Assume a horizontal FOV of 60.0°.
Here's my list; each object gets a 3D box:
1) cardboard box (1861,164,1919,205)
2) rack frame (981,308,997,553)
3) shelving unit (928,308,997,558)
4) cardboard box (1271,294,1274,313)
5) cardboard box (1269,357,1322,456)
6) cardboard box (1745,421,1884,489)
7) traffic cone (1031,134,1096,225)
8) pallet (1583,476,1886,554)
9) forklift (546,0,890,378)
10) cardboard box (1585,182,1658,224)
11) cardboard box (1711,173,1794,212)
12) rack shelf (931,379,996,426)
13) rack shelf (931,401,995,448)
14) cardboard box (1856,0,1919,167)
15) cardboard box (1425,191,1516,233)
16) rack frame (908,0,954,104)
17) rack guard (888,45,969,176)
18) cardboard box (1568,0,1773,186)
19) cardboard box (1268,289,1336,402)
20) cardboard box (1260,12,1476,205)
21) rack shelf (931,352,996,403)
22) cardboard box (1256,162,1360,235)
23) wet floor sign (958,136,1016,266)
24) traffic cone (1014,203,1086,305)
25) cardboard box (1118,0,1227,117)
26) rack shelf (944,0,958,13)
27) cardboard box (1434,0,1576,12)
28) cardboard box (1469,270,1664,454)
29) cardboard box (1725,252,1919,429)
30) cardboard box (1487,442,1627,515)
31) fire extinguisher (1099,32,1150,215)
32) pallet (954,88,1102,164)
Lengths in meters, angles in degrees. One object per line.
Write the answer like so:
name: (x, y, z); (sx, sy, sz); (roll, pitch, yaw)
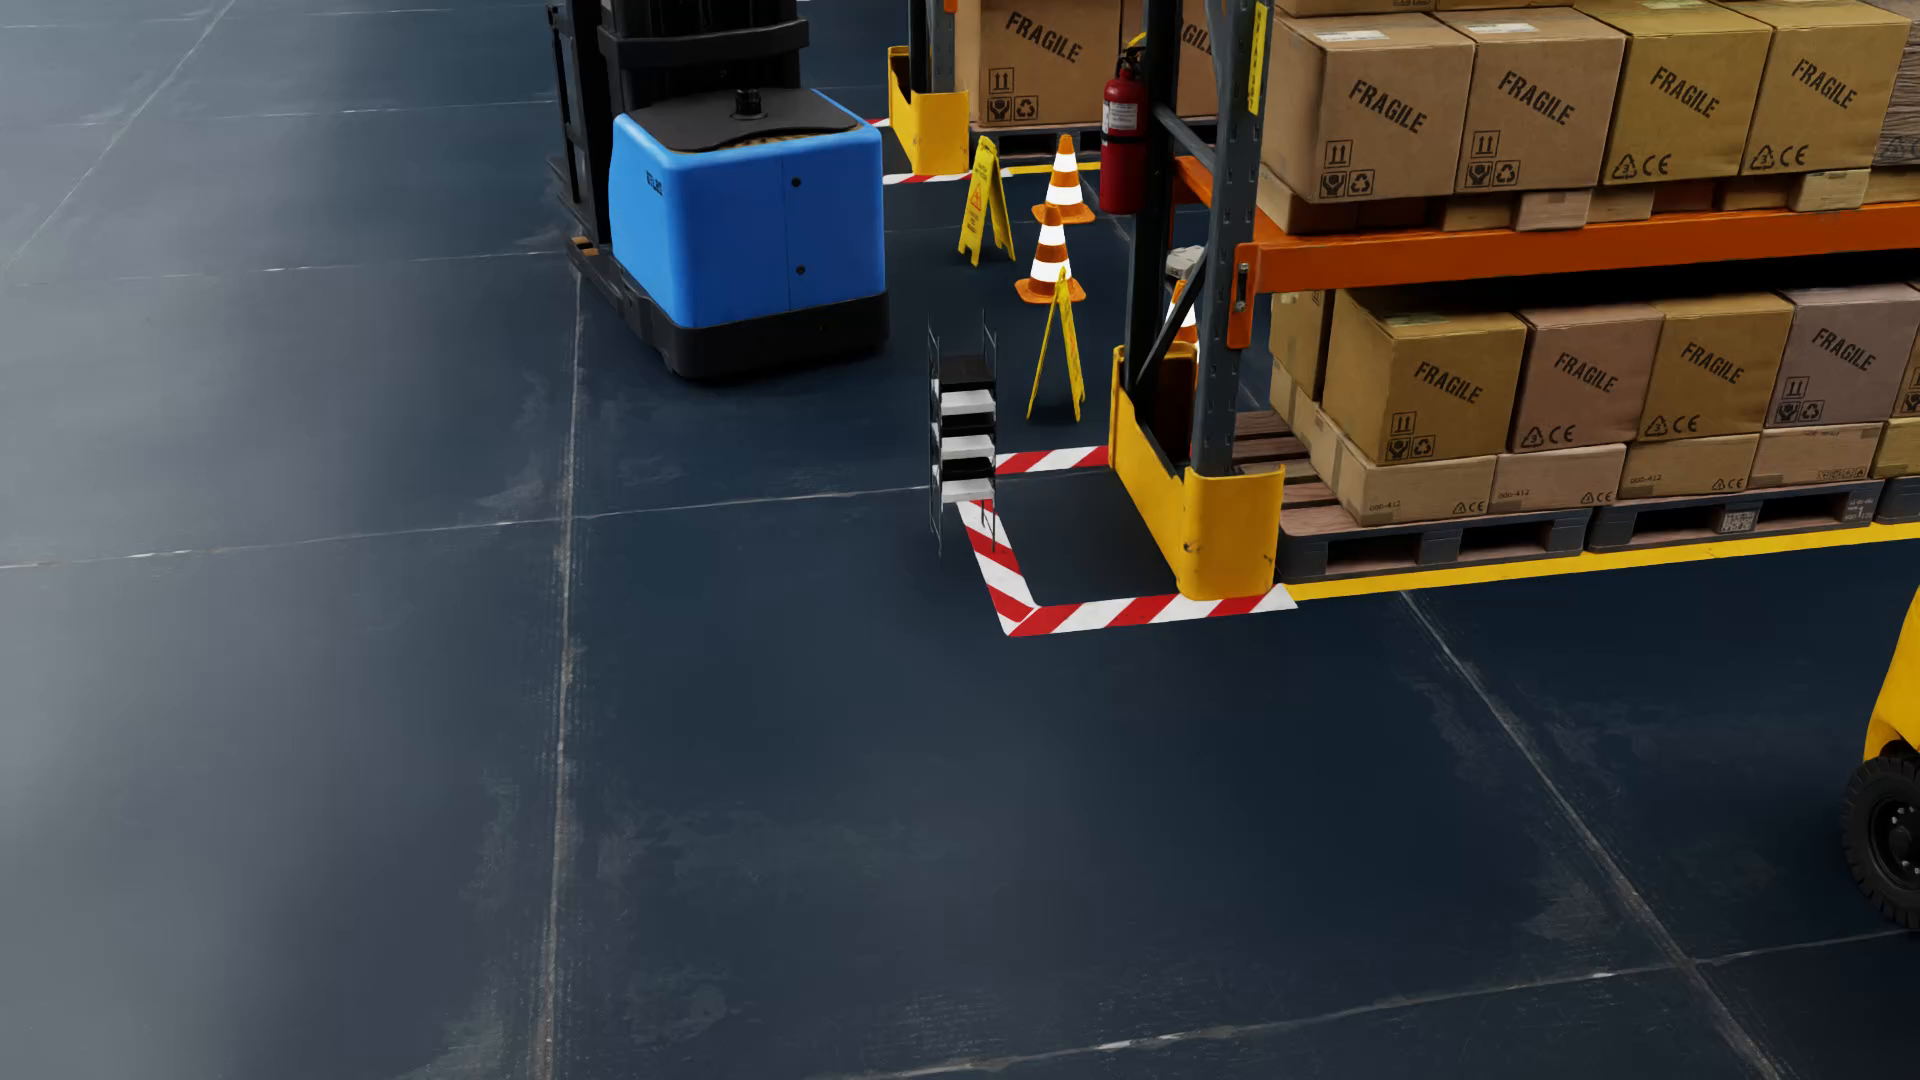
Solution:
cardboard box: (3.225, -1.339, 5.957); (0.250, 0.149, 0.380); (-6, 31, -10)
rack frame: (0.108, -0.398, 6.181); (0.006, 0.900, 0.240); (-5, 31, -9)
shelving unit: (0.008, -0.389, 6.165); (0.210, 0.900, 0.258); (-5, 31, -9)
cardboard box: (1.732, -1.264, 8.395); (0.250, 0.149, 0.380); (10, 32, 17)
cardboard box: (1.577, -0.572, 6.704); (0.500, 0.250, 0.500); (-5, 31, -9)
cardboard box: (3.186, -0.442, 6.482); (0.500, 0.250, 0.500); (-5, 31, -8)
traffic cone: (0.594, -2.072, 9.459); (0.334, 0.463, 0.336); (-5, 31, -9)
pallet: (2.885, -0.337, 6.757); (1.213, 0.211, 1.003); (-5, 31, -9)
forklift: (-1.447, -2.716, 8.118); (1.130, 2.935, 3.031); (-14, 33, -23)
cardboard box: (2.206, -1.240, 5.790); (0.250, 0.149, 0.380); (-5, 31, -8)
cardboard box: (2.720, -1.304, 5.897); (0.250, 0.149, 0.380); (-6, 31, -10)
rack shelf: (0.008, -0.515, 6.090); (0.200, 0.077, 0.258); (-5, 31, -9)
rack shelf: (0.008, -0.438, 6.136); (0.200, 0.077, 0.258); (-5, 31, -9)
cardboard box: (3.335, -1.638, 5.826); (0.500, 0.500, 0.500); (-4, 31, -8)
cardboard box: (1.700, -1.200, 5.721); (0.250, 0.149, 0.380); (-6, 31, -11)
rack frame: (-0.184, -3.825, 9.938); (0.127, 3.000, 1.000); (-5, 31, -9)
rack guard: (-0.207, -2.745, 10.567); (0.348, 0.500, 1.175); (-5, 31, -9)
cardboard box: (2.333, -1.539, 5.657); (0.500, 0.500, 0.500); (-6, 31, -10)
cardboard box: (1.548, -0.888, 6.502); (0.500, 0.500, 0.500); (-5, 31, -9)
cardboard box: (1.323, -1.443, 5.494); (0.500, 0.500, 0.500); (-6, 31, -10)
rack shelf: (0.008, -0.593, 6.045); (0.200, 0.077, 0.258); (-5, 31, -9)
cardboard box: (1.179, -1.186, 5.697); (0.250, 0.149, 0.380); (-5, 31, -9)
wet floor sign: (0.144, -1.820, 8.851); (0.232, 0.644, 0.267); (-11, 32, -17)
traffic cone: (0.463, -1.478, 8.448); (0.334, 0.463, 0.336); (-5, 31, -9)
cardboard box: (1.336, -3.266, 10.669); (0.875, 0.875, 0.875); (-6, 31, -10)
rack shelf: (1.783, -3.698, 10.430); (4.000, 0.370, 1.077); (-5, 31, -9)
cardboard box: (1.770, -2.167, 5.738); (0.500, 0.500, 0.700); (-5, 31, -8)
cardboard box: (2.187, -0.673, 6.136); (0.500, 0.500, 0.500); (-6, 31, -11)
cardboard box: (3.206, -0.768, 6.297); (0.500, 0.500, 0.500); (-4, 31, -6)
cardboard box: (2.154, -0.341, 6.310); (0.500, 0.250, 0.500); (-4, 31, -7)
fire extinguisher: (0.612, -1.552, 6.149); (0.183, 0.674, 0.296); (-5, 31, -9)
pallet: (0.589, -2.735, 10.835); (1.213, 0.211, 1.003); (-5, 31, -9)
